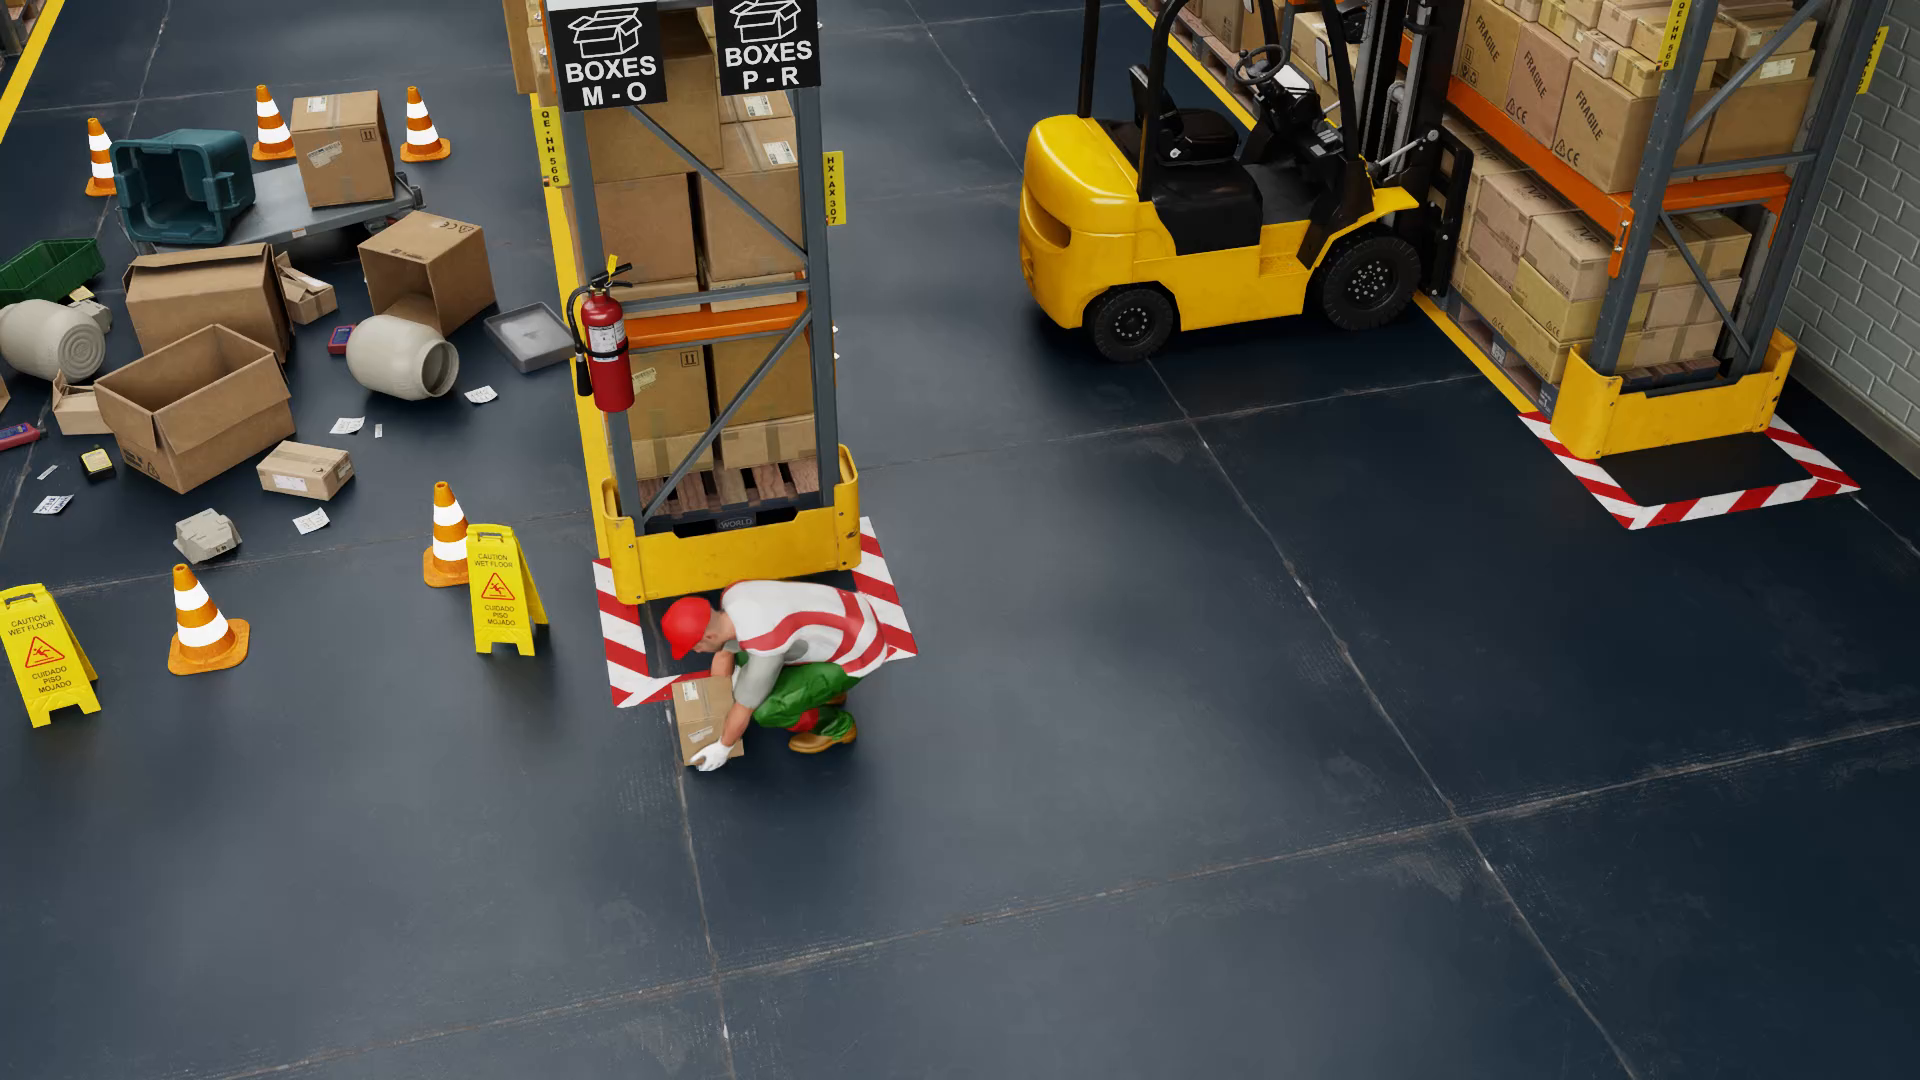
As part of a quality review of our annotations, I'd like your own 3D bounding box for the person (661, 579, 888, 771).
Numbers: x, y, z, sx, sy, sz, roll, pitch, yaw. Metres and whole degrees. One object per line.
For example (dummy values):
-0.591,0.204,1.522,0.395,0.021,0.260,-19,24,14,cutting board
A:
-0.751,0.504,6.875,0.901,0.877,0.553,-9,39,-12,person
